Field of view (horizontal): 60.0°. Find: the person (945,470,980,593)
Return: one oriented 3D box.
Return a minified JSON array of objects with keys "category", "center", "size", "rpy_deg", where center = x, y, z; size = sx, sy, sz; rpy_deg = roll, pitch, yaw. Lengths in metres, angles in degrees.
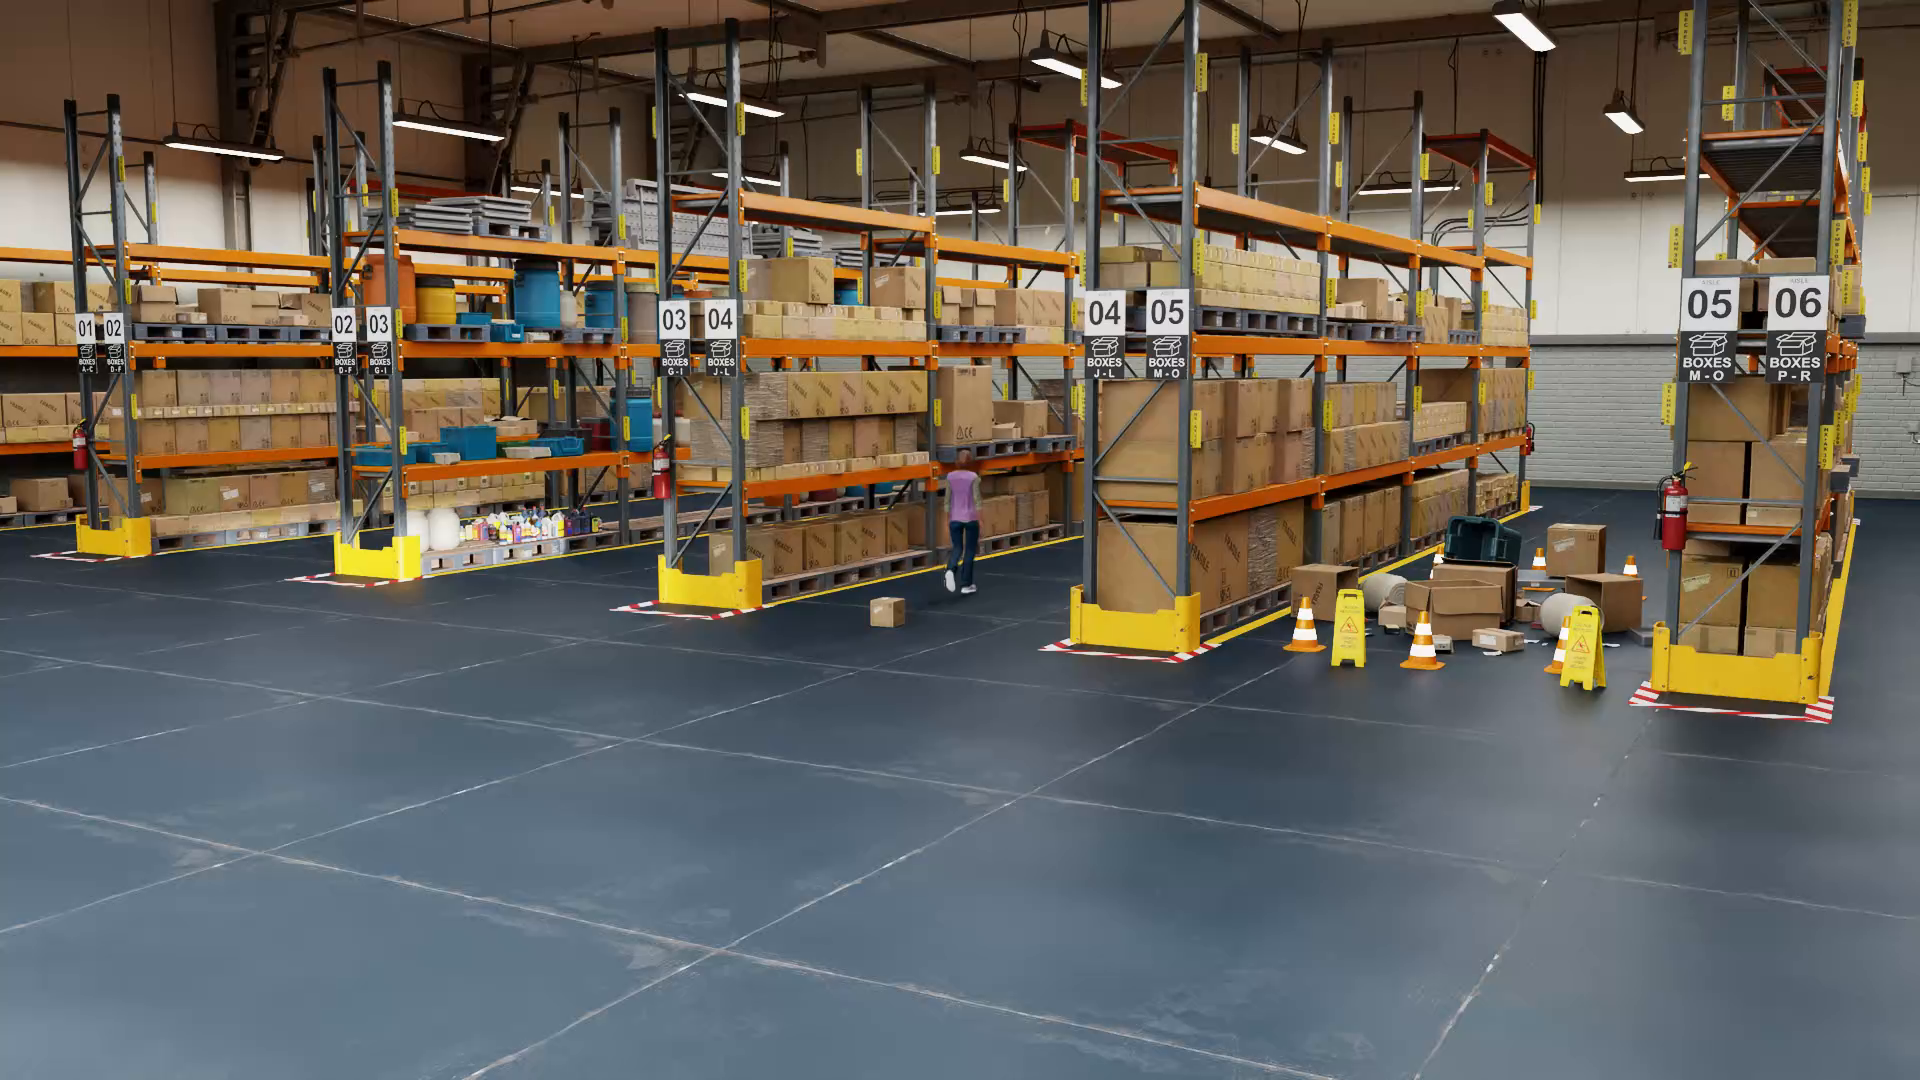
[{"category":"person","center":[0.040,-0.088,18.232],"size":[0.349,1.356,0.460],"rpy_deg":[2,7,19]}]
